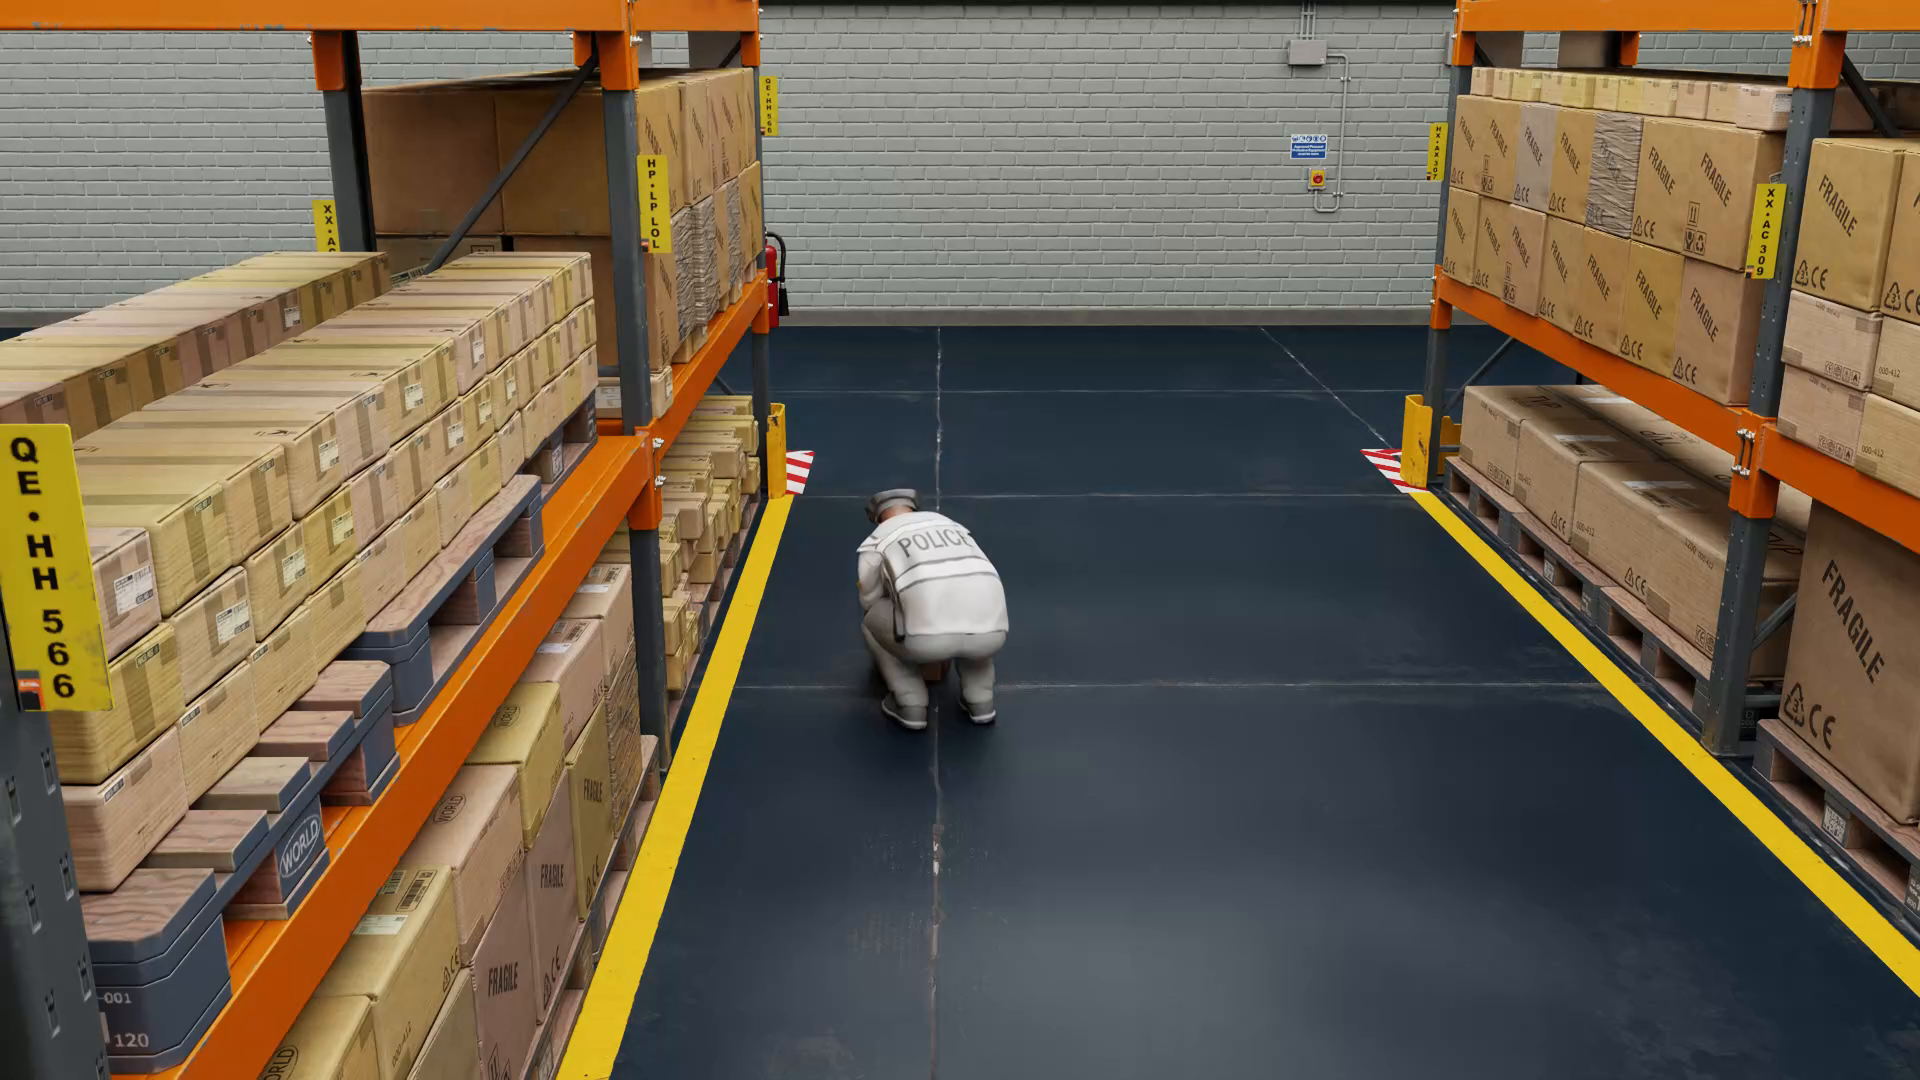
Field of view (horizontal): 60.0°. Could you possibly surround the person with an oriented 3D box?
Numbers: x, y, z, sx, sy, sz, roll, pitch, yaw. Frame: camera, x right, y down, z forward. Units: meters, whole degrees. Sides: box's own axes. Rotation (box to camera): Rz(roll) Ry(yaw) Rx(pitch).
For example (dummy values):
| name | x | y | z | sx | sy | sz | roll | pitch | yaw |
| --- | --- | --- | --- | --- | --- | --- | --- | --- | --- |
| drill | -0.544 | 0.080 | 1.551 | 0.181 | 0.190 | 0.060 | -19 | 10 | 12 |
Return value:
| name | x | y | z | sx | sy | sz | roll | pitch | yaw |
| --- | --- | --- | --- | --- | --- | --- | --- | --- | --- |
| person | -0.131 | 0.300 | 6.782 | 0.541 | 0.877 | 1.001 | -5 | 18 | -15 |
